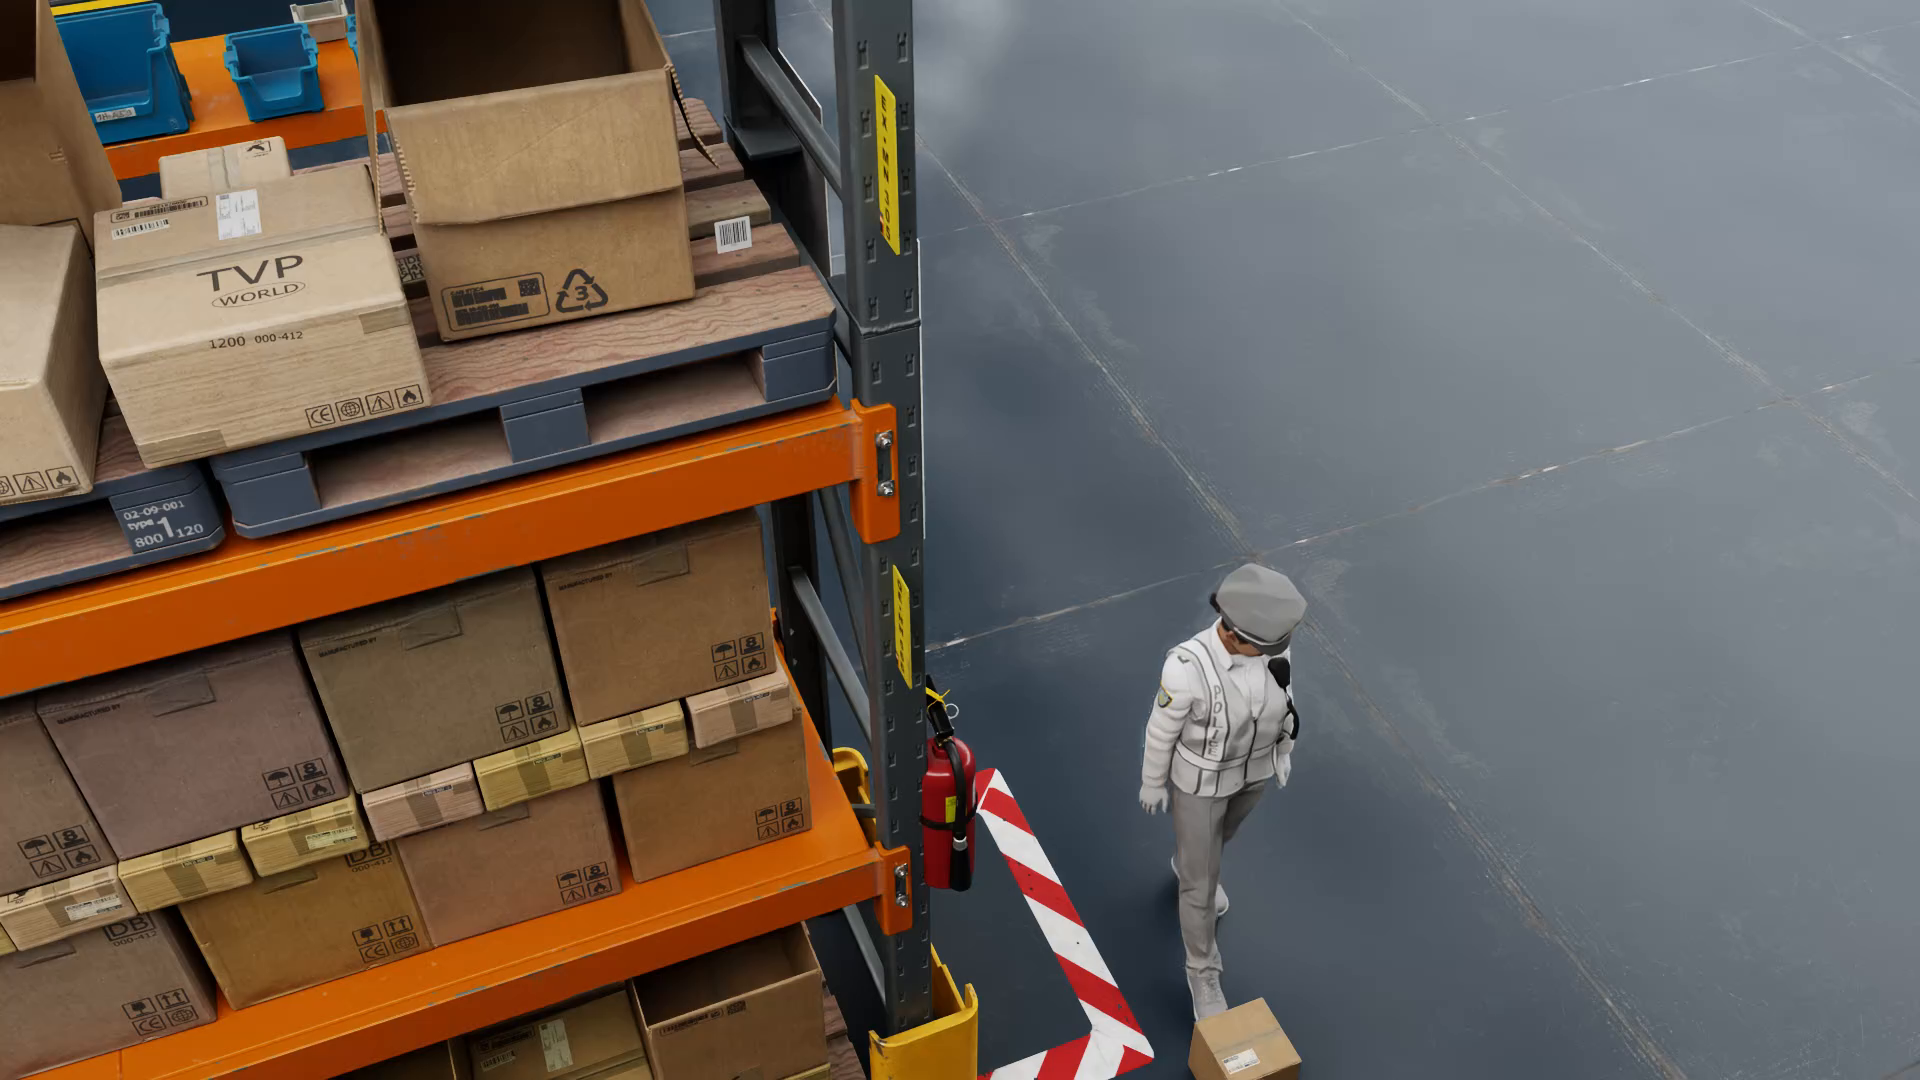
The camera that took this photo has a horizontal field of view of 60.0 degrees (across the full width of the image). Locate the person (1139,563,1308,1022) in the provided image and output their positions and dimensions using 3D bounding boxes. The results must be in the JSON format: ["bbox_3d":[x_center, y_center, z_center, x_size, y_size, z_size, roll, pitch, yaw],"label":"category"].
[{"bbox_3d":[0.883,0.791,5.256,0.523,1.650,0.702,-19,45,-20],"label":"person"}]
